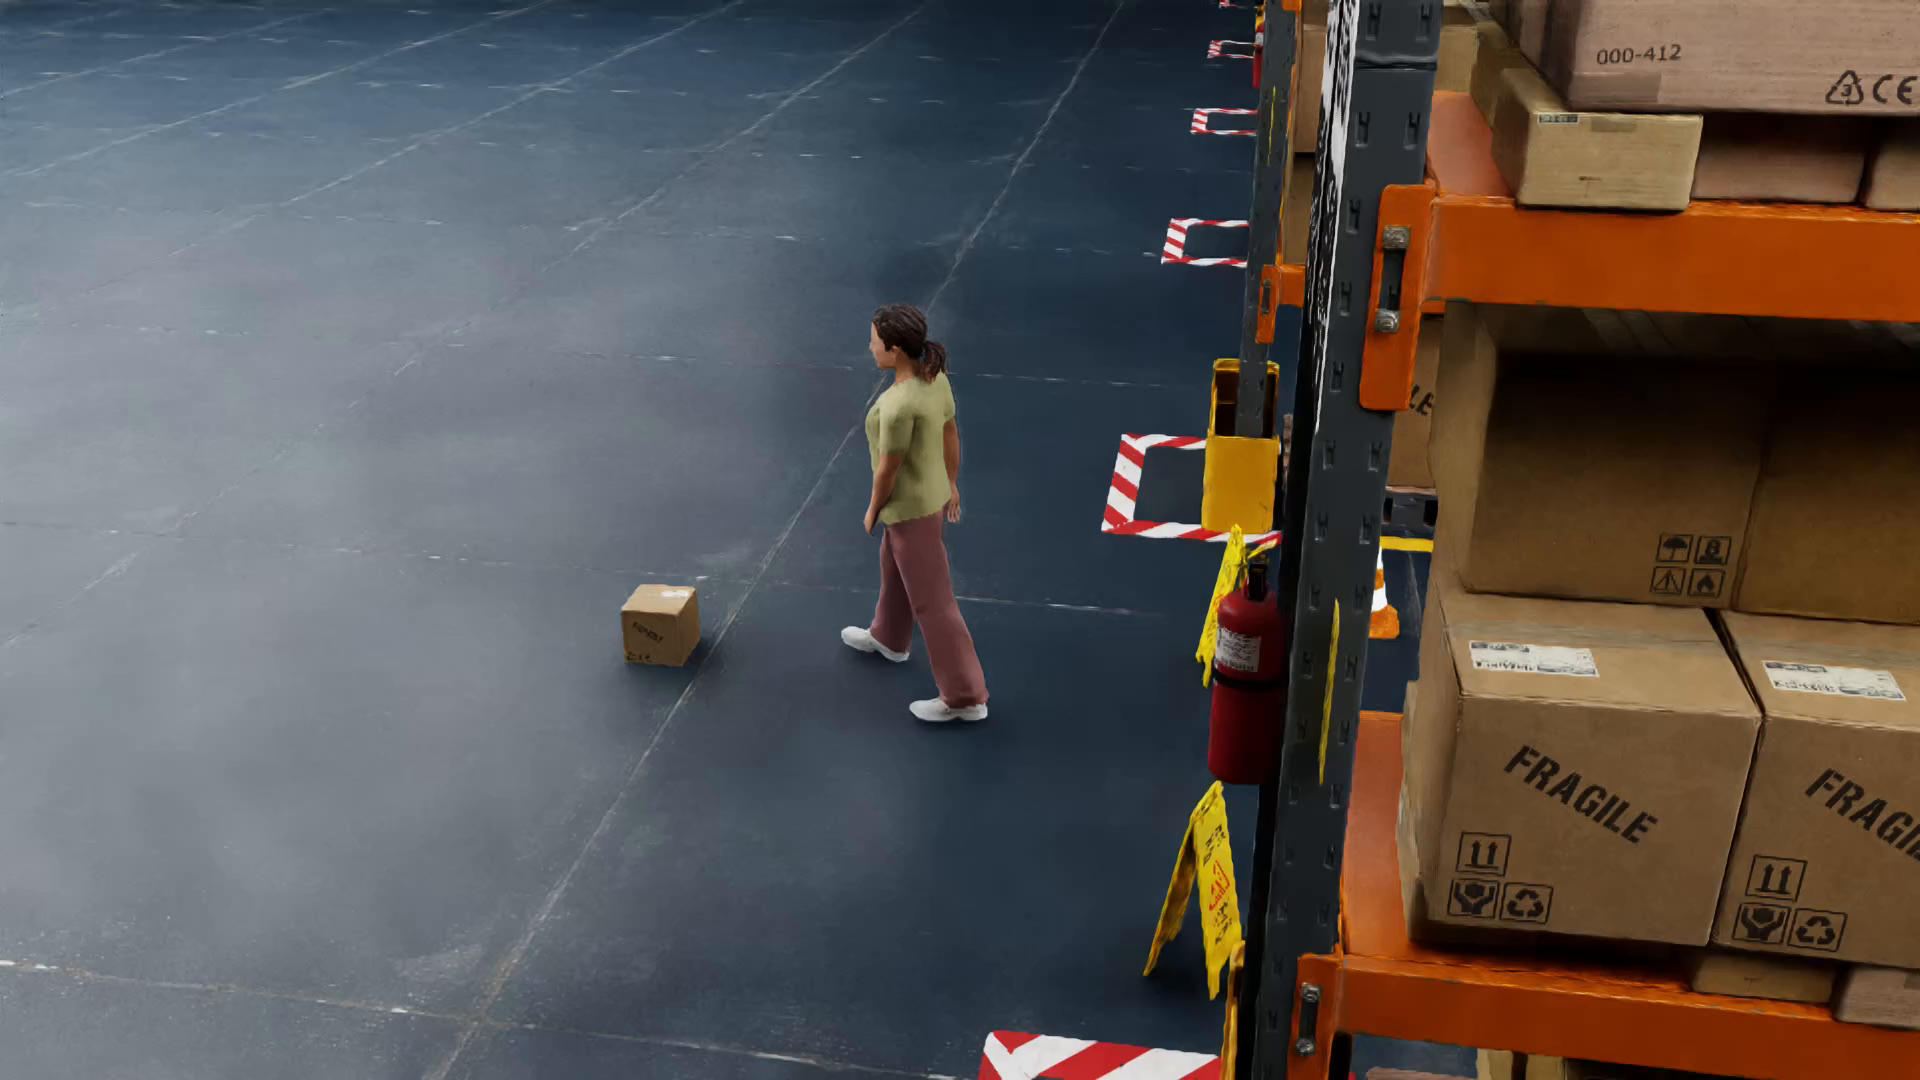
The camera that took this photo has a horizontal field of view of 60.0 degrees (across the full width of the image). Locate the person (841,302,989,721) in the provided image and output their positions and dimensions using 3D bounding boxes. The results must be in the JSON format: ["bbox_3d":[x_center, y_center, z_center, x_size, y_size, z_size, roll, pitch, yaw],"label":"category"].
[{"bbox_3d":[-0.205,-0.147,6.425,0.749,1.634,0.568,7,26,14],"label":"person"}]
